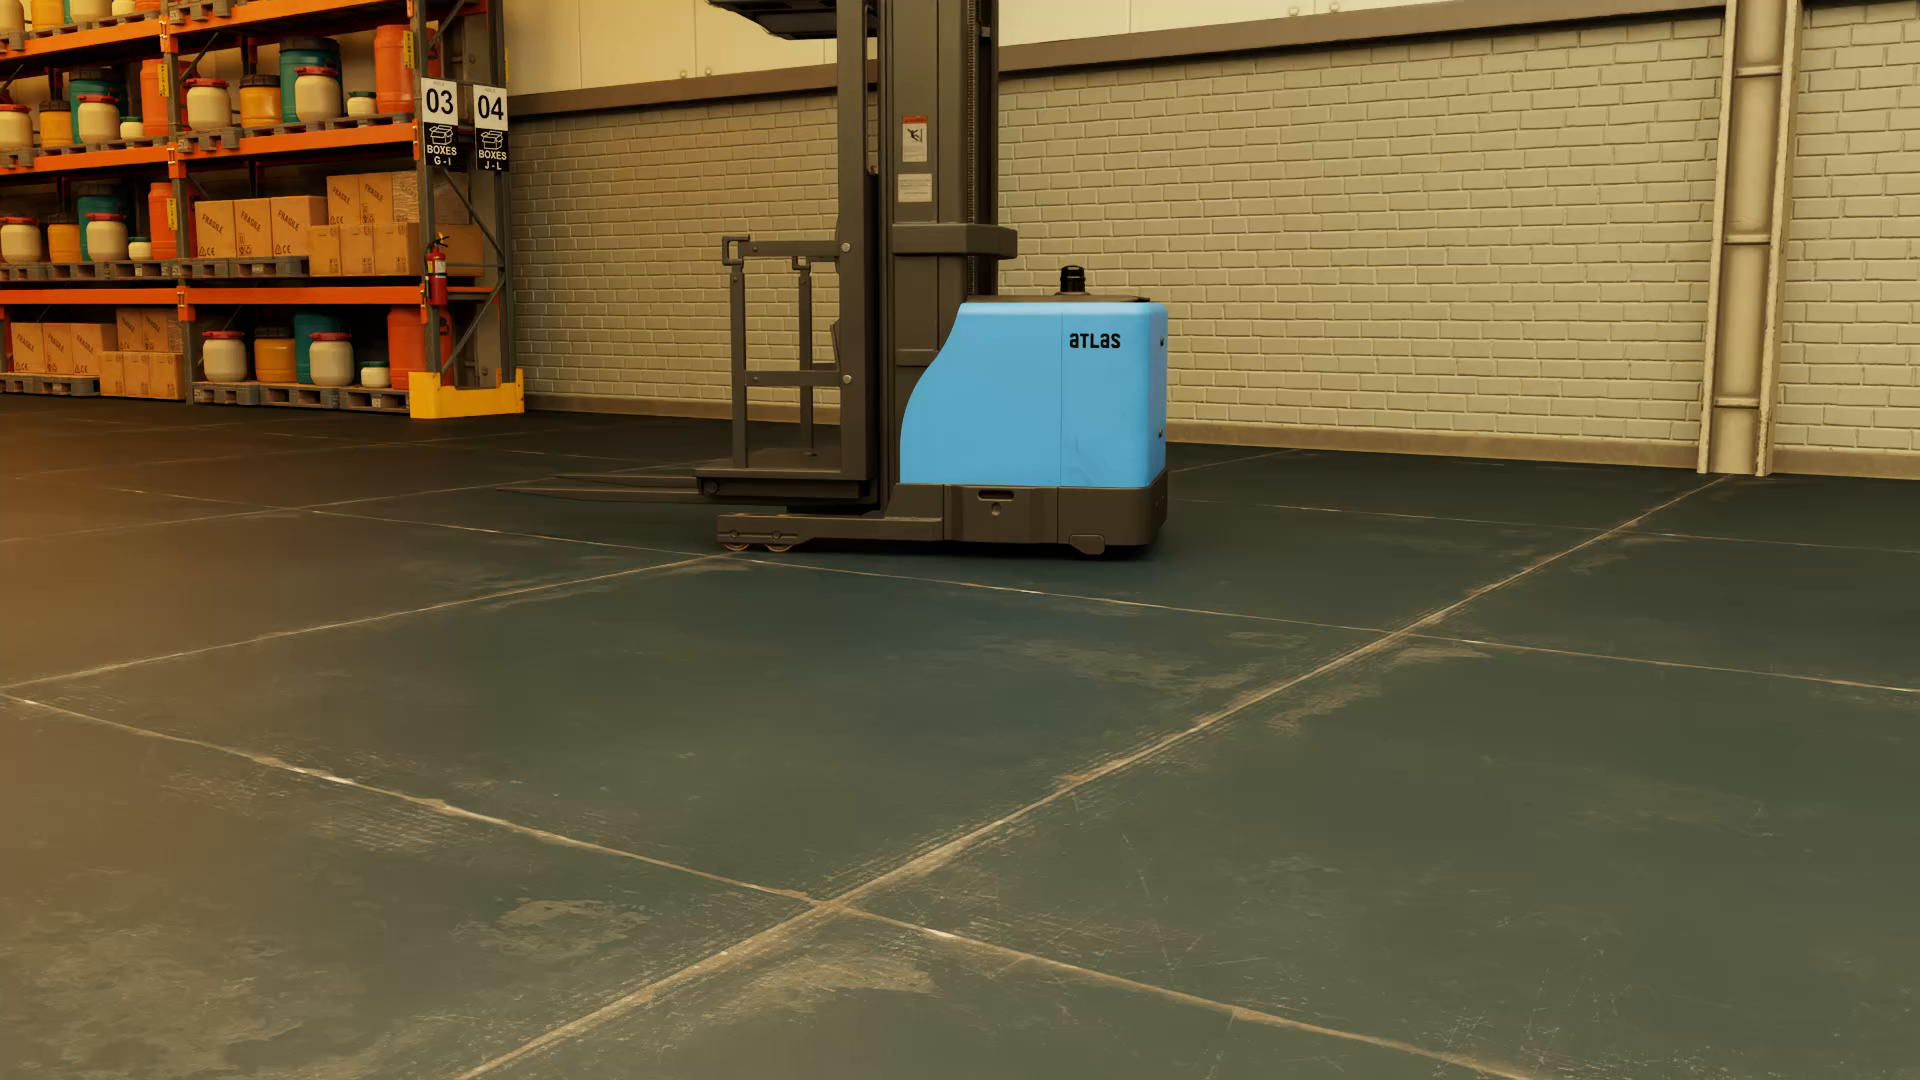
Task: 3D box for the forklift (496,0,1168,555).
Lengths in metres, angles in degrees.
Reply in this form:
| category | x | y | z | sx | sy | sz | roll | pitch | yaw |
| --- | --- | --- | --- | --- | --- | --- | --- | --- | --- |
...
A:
| category | x | y | z | sx | sy | sz | roll | pitch | yaw |
| --- | --- | --- | --- | --- | --- | --- | --- | --- | --- |
| forklift | -0.596 | -1.469 | 7.520 | 3.031 | 2.935 | 1.130 | 2 | 8 | 12 |
